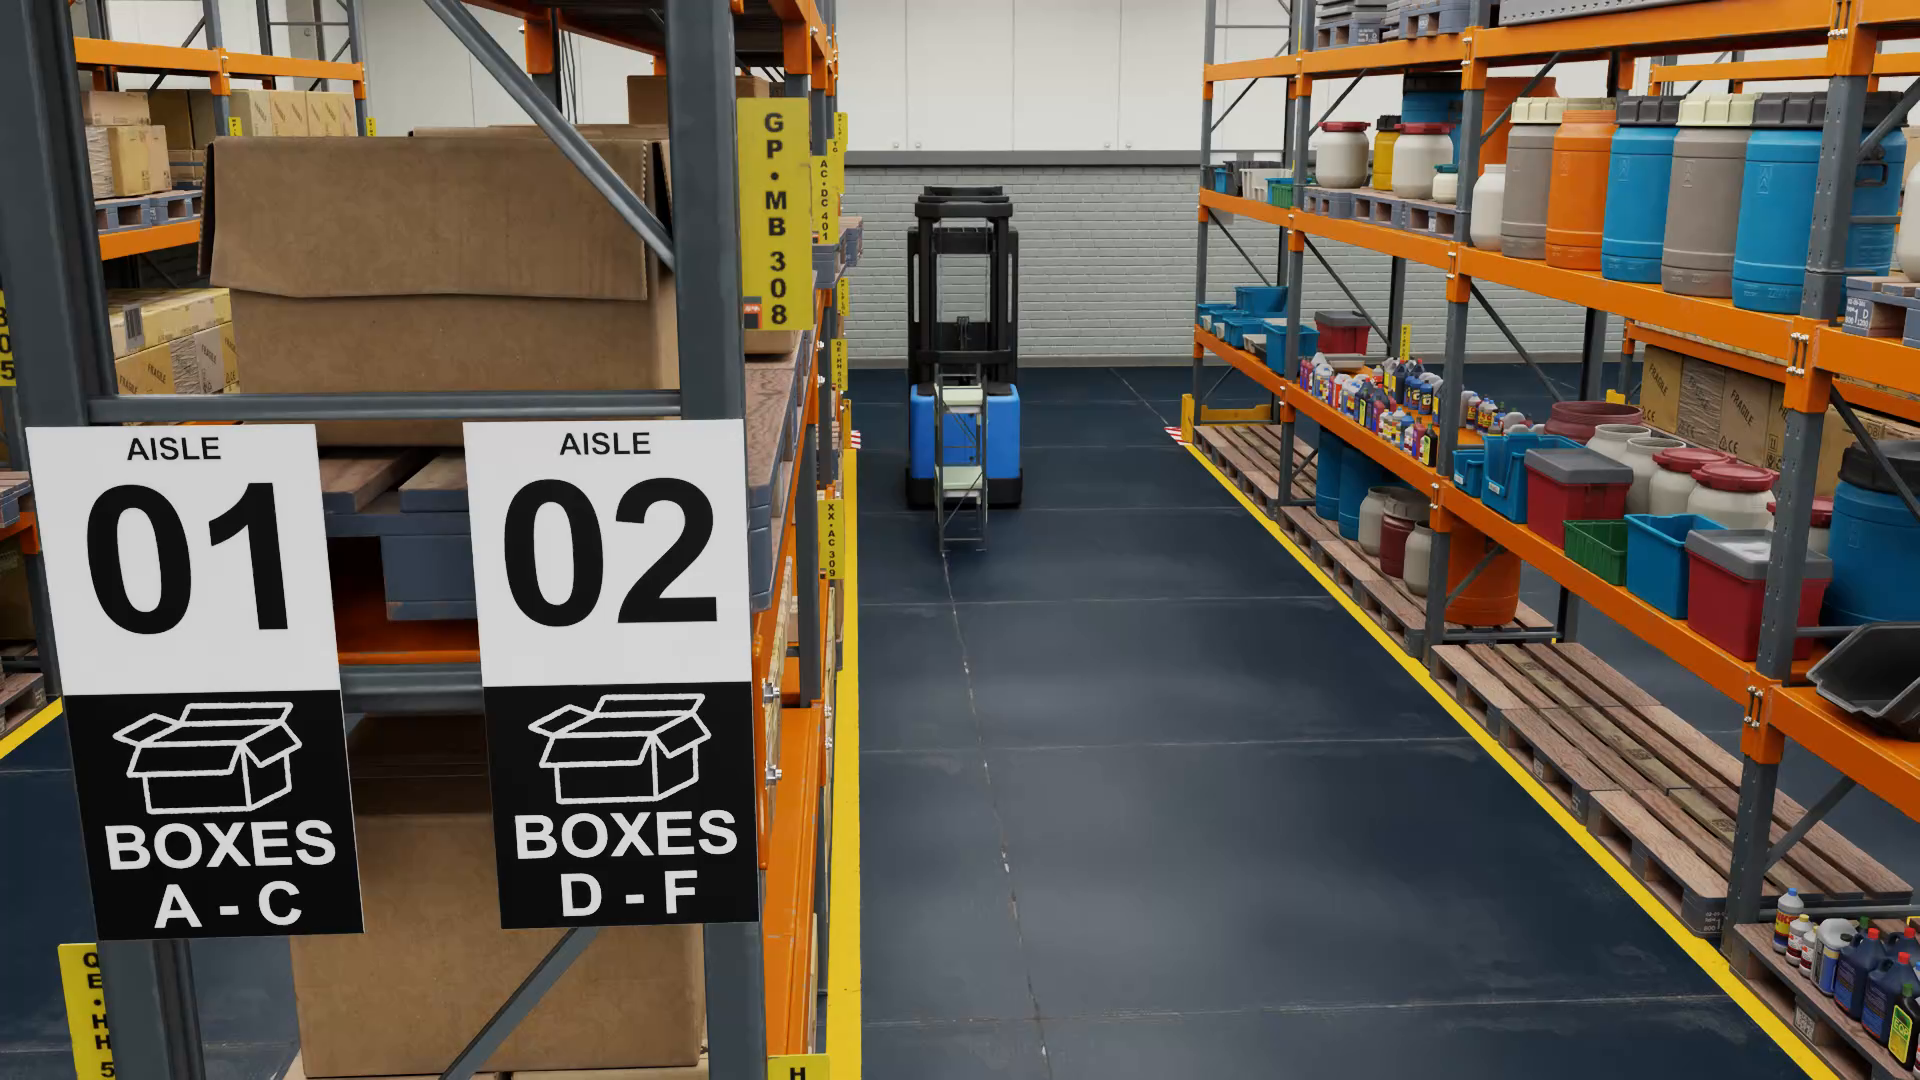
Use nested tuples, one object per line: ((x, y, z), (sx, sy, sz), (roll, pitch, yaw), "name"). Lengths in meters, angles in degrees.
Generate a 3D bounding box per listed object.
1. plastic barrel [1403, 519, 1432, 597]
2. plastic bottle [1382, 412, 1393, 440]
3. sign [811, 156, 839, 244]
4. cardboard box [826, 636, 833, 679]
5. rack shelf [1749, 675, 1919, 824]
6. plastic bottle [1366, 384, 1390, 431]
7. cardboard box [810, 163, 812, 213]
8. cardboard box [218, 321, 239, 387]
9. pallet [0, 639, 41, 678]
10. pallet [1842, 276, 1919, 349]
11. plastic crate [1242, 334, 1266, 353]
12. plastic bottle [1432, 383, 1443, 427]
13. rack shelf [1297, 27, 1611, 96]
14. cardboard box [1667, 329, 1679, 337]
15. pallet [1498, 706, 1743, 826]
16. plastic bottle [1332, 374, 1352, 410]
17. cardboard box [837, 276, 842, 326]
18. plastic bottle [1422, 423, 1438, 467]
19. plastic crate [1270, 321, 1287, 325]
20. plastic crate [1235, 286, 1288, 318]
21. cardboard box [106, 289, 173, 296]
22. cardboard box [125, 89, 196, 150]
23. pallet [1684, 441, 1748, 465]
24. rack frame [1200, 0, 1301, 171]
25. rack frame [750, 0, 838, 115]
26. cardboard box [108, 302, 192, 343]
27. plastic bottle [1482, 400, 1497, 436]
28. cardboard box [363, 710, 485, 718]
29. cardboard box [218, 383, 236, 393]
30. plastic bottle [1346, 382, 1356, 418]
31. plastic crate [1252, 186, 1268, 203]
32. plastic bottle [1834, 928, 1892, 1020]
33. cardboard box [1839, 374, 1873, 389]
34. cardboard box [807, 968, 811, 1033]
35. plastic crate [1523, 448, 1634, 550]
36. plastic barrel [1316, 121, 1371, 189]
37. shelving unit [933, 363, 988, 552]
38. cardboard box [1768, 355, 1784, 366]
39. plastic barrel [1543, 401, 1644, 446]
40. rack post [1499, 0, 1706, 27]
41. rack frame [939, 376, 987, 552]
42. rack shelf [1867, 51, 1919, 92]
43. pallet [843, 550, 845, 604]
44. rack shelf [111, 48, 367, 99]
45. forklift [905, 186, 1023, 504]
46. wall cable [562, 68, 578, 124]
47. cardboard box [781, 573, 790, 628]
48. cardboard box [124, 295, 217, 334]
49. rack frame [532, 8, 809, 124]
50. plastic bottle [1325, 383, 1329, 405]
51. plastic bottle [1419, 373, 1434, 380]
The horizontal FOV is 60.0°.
((3.460, 0.136, 12.130), (0.421, 0.512, 0.421), (0, 14, 0), "plastic barrel")
((3.141, -0.835, 12.150), (0.097, 0.201, 0.097), (0, 14, 0), "plastic bottle")
((-0.511, -1.285, 6.287), (0.100, 0.325, 0.005), (-1, 14, -3), "sign")
((-0.967, 0.708, 9.305), (0.500, 0.311, 0.500), (-1, 14, -4), "cardboard box")
((4.003, 1.235, 5.150), (1.077, 0.370, 4.000), (-1, 14, -3), "rack shelf")
((3.142, -1.000, 12.492), (0.144, 0.351, 0.185), (-1, 14, -3), "plastic bottle")
((-1.373, -2.139, 10.600), (0.910, 0.500, 0.500), (-1, 14, -3), "cardboard box")
((-6.224, -1.539, 13.649), (0.500, 0.500, 0.500), (-1, 14, -4), "cardboard box")
((-6.230, 0.701, 11.379), (1.003, 0.211, 1.213), (-1, 14, -3), "pallet")
((4.022, -0.794, 5.952), (1.213, 0.211, 1.003), (-1, 14, -3), "pallet")
((2.976, -1.930, 16.417), (0.293, 0.136, 0.466), (-1, 14, -3), "plastic crate")
((3.692, -1.043, 12.660), (0.144, 0.351, 0.185), (-1, 14, -3), "plastic bottle")
((3.508, -3.466, 12.185), (1.077, 0.370, 4.000), (-1, 14, -3), "rack shelf")
((7.823, -2.264, 17.811), (0.380, 0.149, 0.250), (-1, 14, -4), "cardboard box")
((3.714, 1.241, 9.280), (1.003, 0.211, 1.213), (-1, 14, -3), "pallet")
((3.090, -1.189, 13.376), (0.152, 0.276, 0.135), (-1, 14, -3), "plastic bottle")
((-1.309, -2.179, 14.768), (0.500, 0.500, 0.500), (-1, 14, -2), "cardboard box")
((3.181, -0.643, 11.240), (0.061, 0.283, 0.133), (-1, 14, -3), "plastic bottle")
((3.371, -2.224, 17.560), (0.396, 0.136, 0.243), (-1, 14, -3), "plastic crate")
((3.343, -2.561, 18.268), (0.616, 0.435, 0.499), (-1, 14, -3), "plastic crate")
((-6.736, -1.894, 13.526), (0.500, 0.250, 0.500), (0, 14, -2), "cardboard box")
((-6.780, -3.612, 14.280), (0.500, 0.500, 0.500), (-1, 14, -4), "cardboard box")
((8.280, -0.821, 17.293), (1.003, 0.211, 1.213), (-1, 14, -3), "pallet")
((3.136, -5.500, 17.845), (1.000, 3.000, 0.127), (-1, 14, -3), "rack frame")
((-1.808, -5.425, 17.551), (1.000, 3.000, 0.127), (-1, 14, -3), "rack frame")
((-6.166, -1.646, 12.562), (0.500, 0.250, 0.500), (-1, 14, -2), "cardboard box")
((3.896, -0.891, 12.226), (0.097, 0.271, 0.097), (0, 14, 0), "plastic bottle")
((-0.874, 0.523, 3.671), (0.700, 0.500, 0.500), (-1, 14, -5), "cardboard box")
((-6.161, -1.193, 13.608), (0.380, 0.149, 0.250), (-1, 14, -2), "cardboard box")
((3.084, -1.100, 13.039), (0.097, 0.271, 0.097), (0, 14, 0), "plastic bottle")
((2.925, -3.236, 15.592), (0.293, 0.136, 0.466), (-1, 14, -3), "plastic crate")
((3.515, 1.666, 6.464), (0.144, 0.351, 0.185), (0, 14, -2), "plastic bottle")
((8.106, -1.607, 14.551), (0.500, 0.500, 0.500), (-1, 14, -3), "cardboard box")
((-0.798, 1.466, 5.978), (0.500, 0.500, 0.500), (-1, 14, -3), "cardboard box")
((3.426, -0.230, 9.272), (0.402, 0.464, 0.583), (-1, 14, -3), "plastic crate")
((3.166, -3.187, 13.759), (0.433, 0.535, 0.433), (0, 14, 0), "plastic barrel")
((0.000, -0.725, 14.333), (0.431, 1.500, 0.755), (-1, 14, -3), "shelving unit")
((7.950, -1.754, 15.827), (0.380, 0.149, 0.250), (-1, 14, -4), "cardboard box")
((3.963, -0.561, 10.413), (0.600, 0.536, 0.708), (-1, 14, -3), "plastic barrel")
((3.672, -3.101, 8.119), (1.013, 1.000, 3.121), (-1, 14, -3), "rack post")
((0.023, -0.634, 13.979), (0.400, 1.500, 0.023), (-1, 14, -3), "rack frame")
((8.451, -3.543, 12.482), (1.077, 0.370, 4.000), (-1, 14, -3), "rack shelf")
((-1.393, 0.332, 12.814), (1.003, 0.211, 1.213), (-1, 14, -3), "pallet")
((-6.628, -4.308, 15.457), (1.077, 0.370, 4.000), (-1, 14, -3), "rack shelf")
((0.024, -2.067, 16.680), (1.130, 2.935, 3.031), (0, 14, -1), "forklift")
((-6.746, -5.256, 23.126), (3.097, 2.526, 0.112), (-1, 14, -3), "wall cable")
((-0.821, 0.228, 6.117), (0.380, 0.149, 0.250), (-1, 14, -5), "cardboard box")
((-6.198, -1.773, 13.055), (0.500, 0.250, 0.500), (-1, 14, -2), "cardboard box")
((-1.064, -2.441, 5.952), (1.000, 3.000, 0.127), (-1, 14, -3), "rack frame")
((3.047, -1.214, 13.625), (0.097, 0.201, 0.097), (0, 14, 0), "plastic bottle")
((3.785, -1.231, 13.540), (0.152, 0.276, 0.135), (-1, 14, -3), "plastic bottle")
